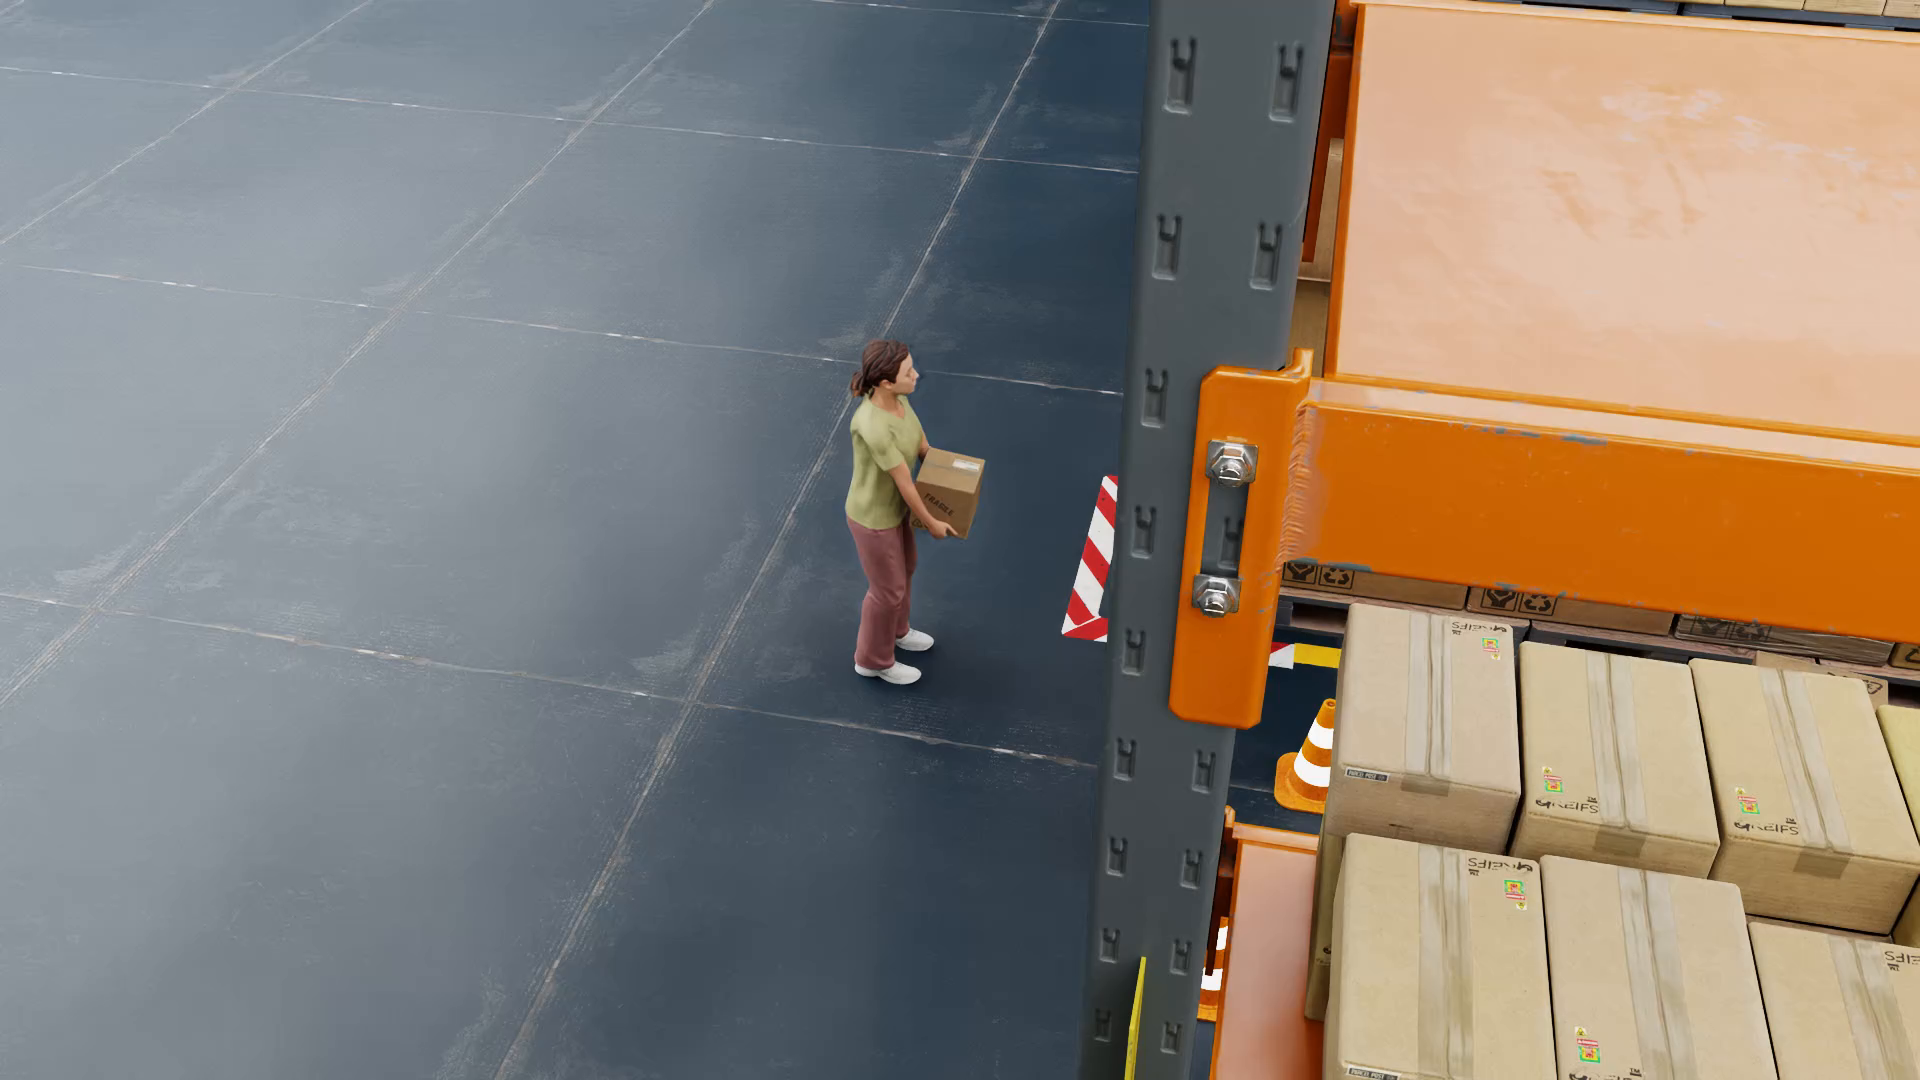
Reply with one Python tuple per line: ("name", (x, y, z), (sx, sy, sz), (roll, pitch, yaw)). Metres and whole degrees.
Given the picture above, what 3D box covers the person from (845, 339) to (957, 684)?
("person", (-0.229, -0.116, 7.132), (0.501, 1.667, 0.408), (7, 37, 9))
